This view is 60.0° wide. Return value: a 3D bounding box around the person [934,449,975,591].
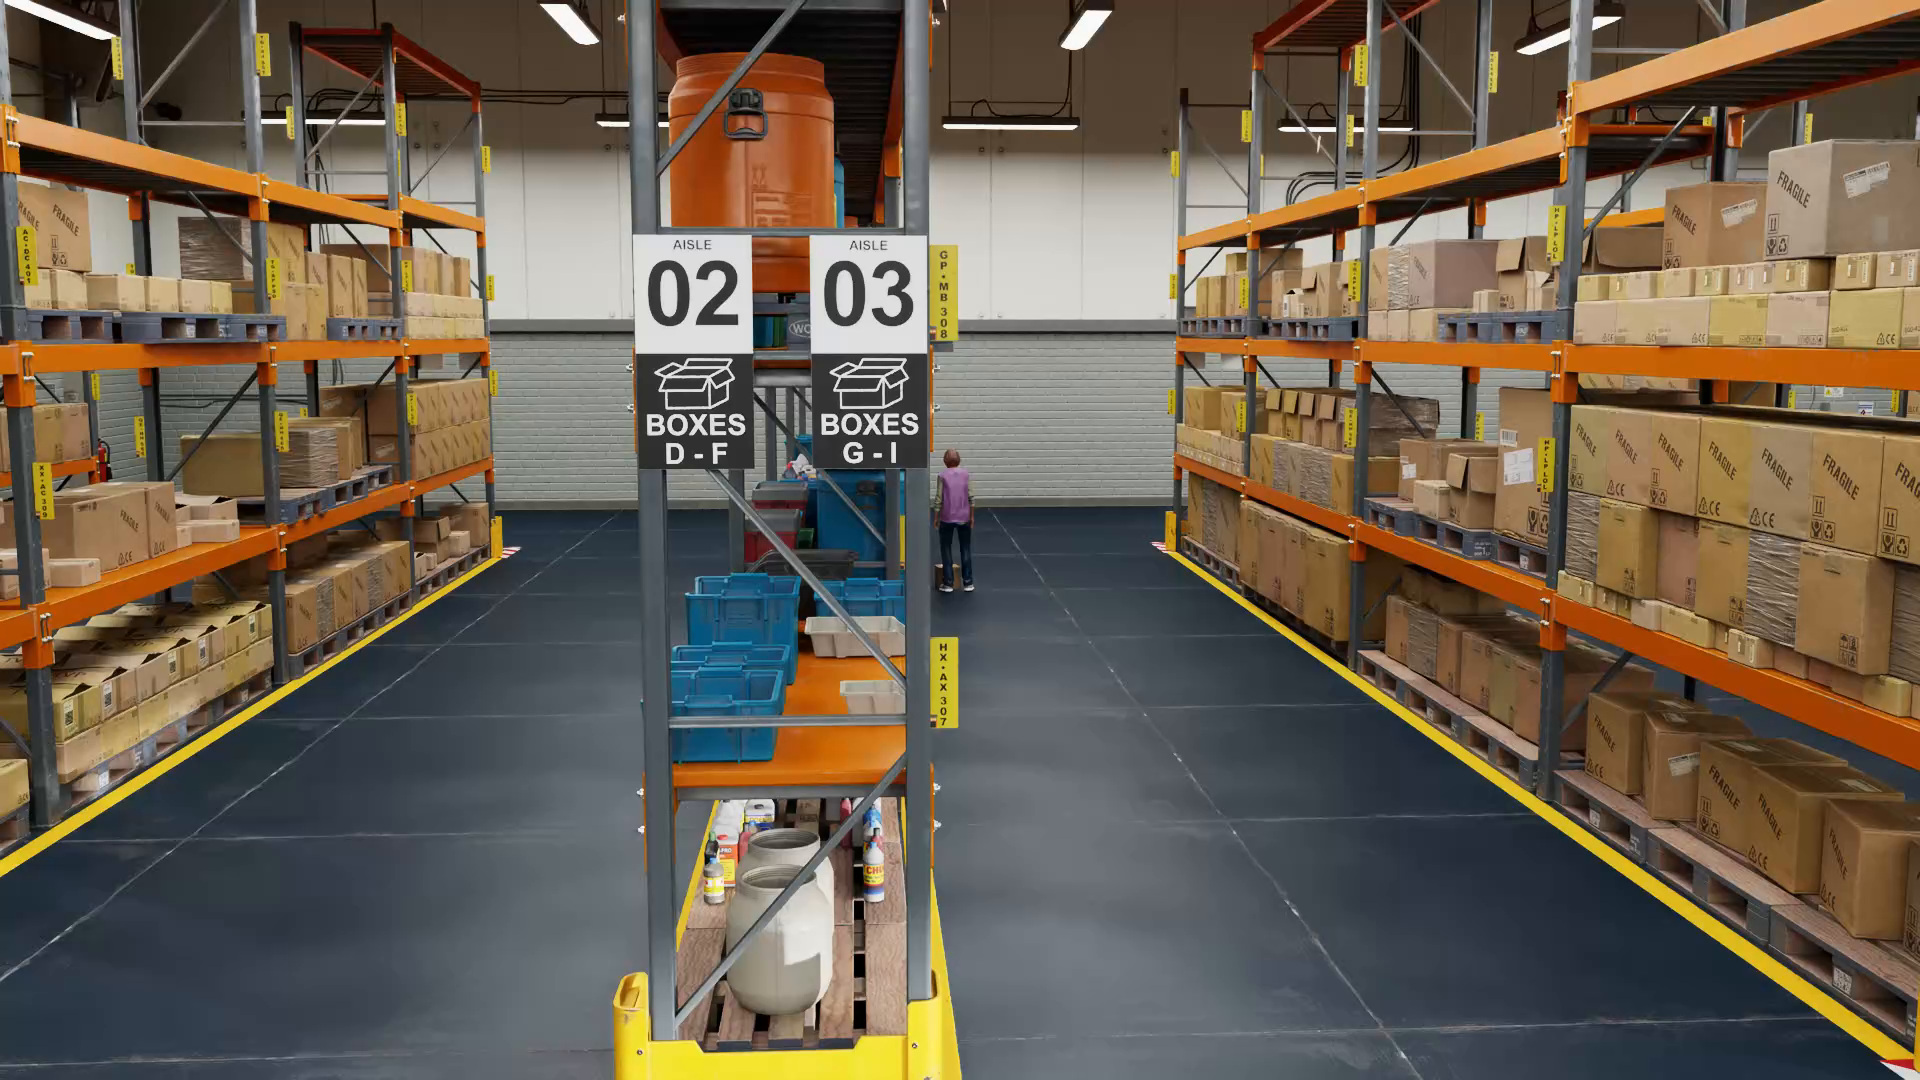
[{"bbox_3d":[-0.060,-0.160,18.557,0.475,1.477,0.349,-2,7,-12],"label":"person"}]
